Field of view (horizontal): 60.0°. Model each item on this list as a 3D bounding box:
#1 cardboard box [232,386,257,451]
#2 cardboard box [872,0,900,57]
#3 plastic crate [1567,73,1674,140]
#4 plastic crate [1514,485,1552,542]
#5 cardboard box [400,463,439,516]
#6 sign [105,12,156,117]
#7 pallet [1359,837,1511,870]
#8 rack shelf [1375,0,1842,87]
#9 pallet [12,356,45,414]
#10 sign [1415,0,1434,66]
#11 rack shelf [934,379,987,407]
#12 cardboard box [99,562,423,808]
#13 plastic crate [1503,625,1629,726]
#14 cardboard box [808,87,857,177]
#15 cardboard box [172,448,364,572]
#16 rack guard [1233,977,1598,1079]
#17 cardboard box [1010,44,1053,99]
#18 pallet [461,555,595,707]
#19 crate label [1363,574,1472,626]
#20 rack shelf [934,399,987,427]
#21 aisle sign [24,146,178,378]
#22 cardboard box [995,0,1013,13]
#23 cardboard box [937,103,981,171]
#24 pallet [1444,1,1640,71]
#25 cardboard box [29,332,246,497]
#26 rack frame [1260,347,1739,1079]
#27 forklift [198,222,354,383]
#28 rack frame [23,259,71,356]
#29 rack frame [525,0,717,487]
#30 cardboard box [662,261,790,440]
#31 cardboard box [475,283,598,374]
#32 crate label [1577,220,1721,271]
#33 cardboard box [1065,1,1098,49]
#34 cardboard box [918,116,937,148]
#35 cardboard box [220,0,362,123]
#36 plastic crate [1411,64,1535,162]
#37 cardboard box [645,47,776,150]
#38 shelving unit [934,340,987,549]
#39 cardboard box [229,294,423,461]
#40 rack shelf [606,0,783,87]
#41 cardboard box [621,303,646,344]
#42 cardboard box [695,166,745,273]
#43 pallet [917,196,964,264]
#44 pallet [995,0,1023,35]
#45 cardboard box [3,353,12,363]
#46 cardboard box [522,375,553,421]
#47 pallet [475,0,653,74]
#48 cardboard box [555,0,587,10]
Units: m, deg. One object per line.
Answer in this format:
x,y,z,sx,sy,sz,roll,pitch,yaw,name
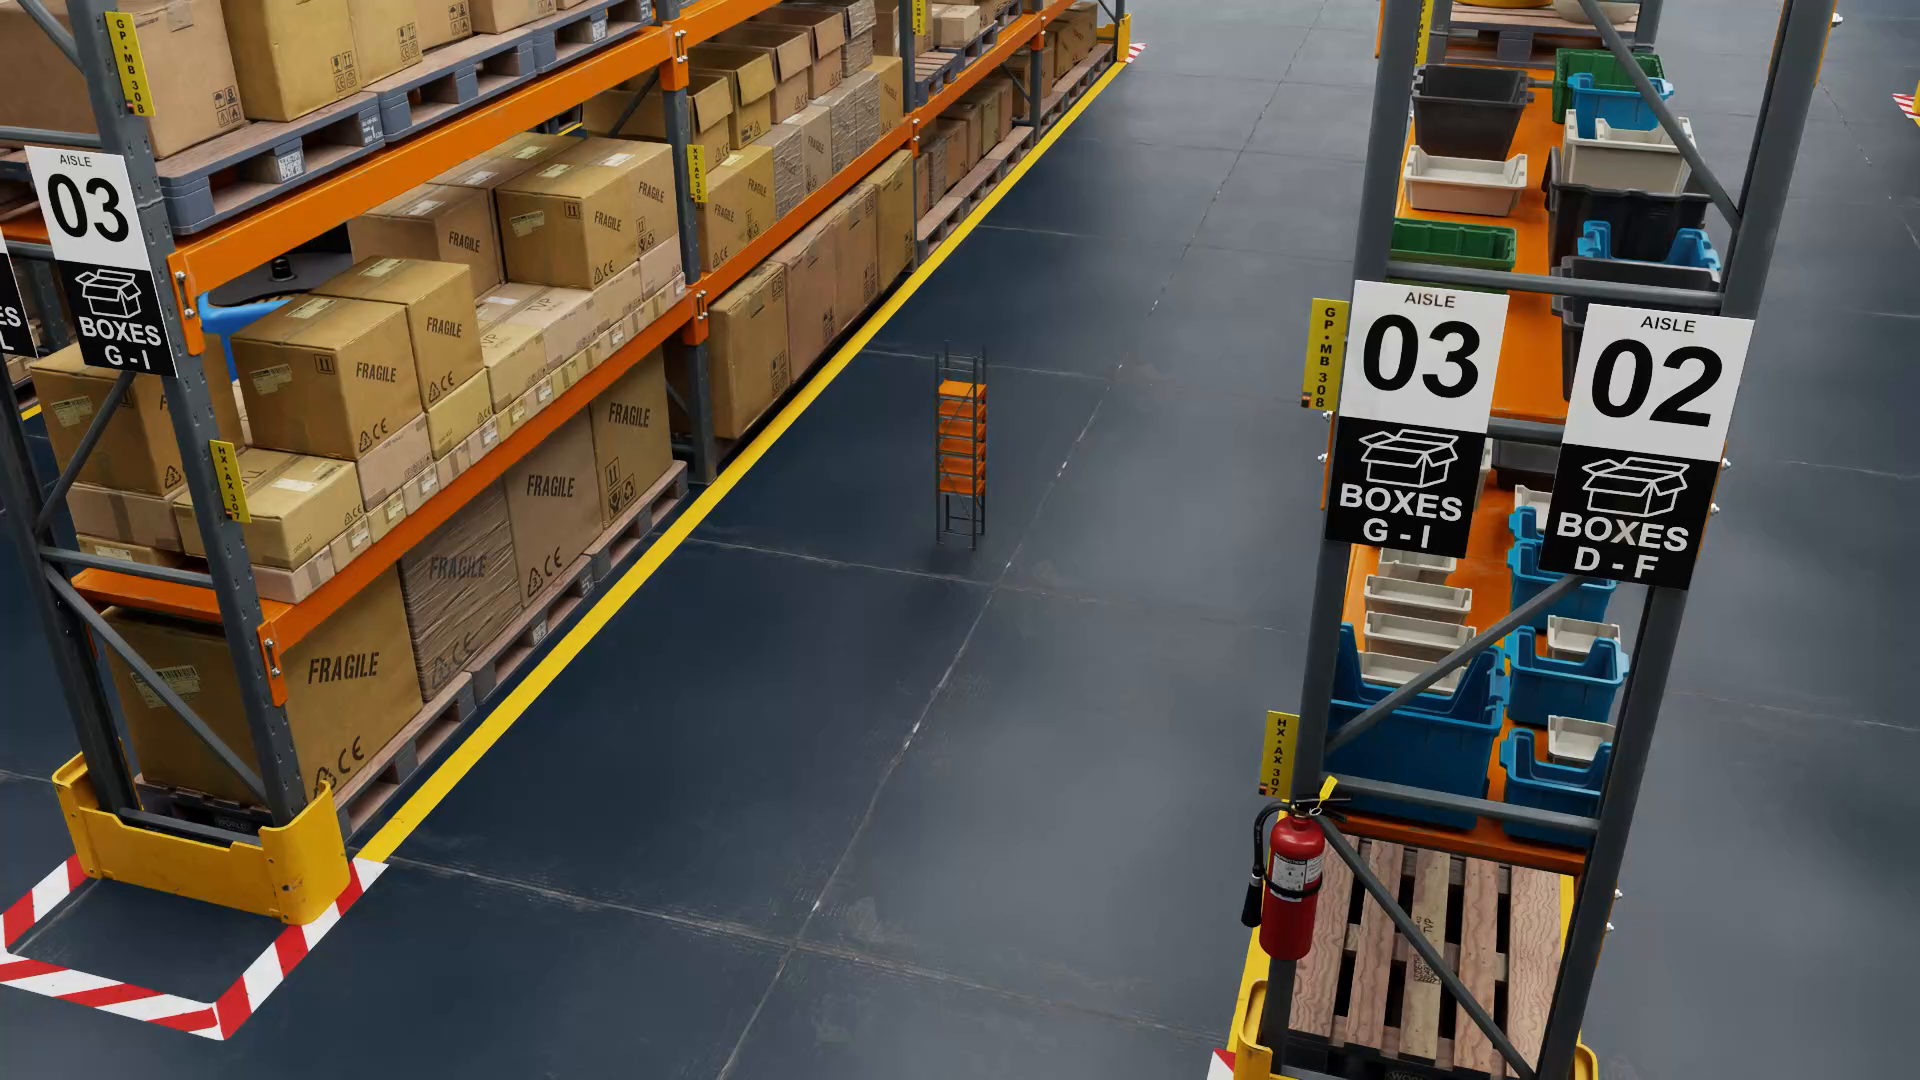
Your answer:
-3.156,-0.444,7.311,0.500,0.250,0.500,8,30,14,cardboard box
-0.725,-4.082,13.468,0.500,0.500,0.500,5,29,9,cardboard box
2.753,-1.802,6.990,0.416,0.233,0.300,8,30,15,plastic crate
2.491,-0.092,7.039,0.293,0.136,0.466,8,30,15,plastic crate
-2.550,-0.249,7.370,0.380,0.149,0.250,8,30,14,cardboard box
-2.665,-1.526,5.342,0.100,0.325,0.005,8,30,15,sign
2.180,1.102,7.552,1.003,0.211,1.213,8,30,15,pallet
2.128,-2.236,5.664,1.077,0.370,4.000,8,30,15,rack shelf
-6.895,-0.959,11.256,1.003,0.211,1.213,8,30,15,pallet
2.190,-2.427,7.932,0.100,0.325,0.005,8,30,15,sign
0.004,-0.807,9.317,0.258,0.103,0.180,8,30,15,rack shelf
-3.082,0.555,7.420,0.875,0.875,0.875,8,30,15,cardboard box
2.121,0.499,5.877,0.416,0.233,0.300,8,30,15,plastic crate
-1.055,-2.905,11.783,0.500,0.500,0.500,8,30,13,cardboard box
-2.795,-0.130,6.746,0.500,0.250,0.500,8,30,14,cardboard box
1.546,1.931,5.764,1.175,0.500,0.348,8,30,15,rack guard
0.645,-4.996,17.785,0.500,0.500,0.500,19,34,30,cardboard box
-2.674,0.390,8.832,1.003,0.211,1.213,8,30,15,pallet
1.765,0.245,6.434,0.396,0.136,0.243,8,30,15,crate label
0.004,-0.702,9.375,0.258,0.103,0.180,8,30,15,rack shelf
-2.928,-0.940,5.681,0.394,0.787,0.004,8,30,15,aisle sign
-0.038,-5.554,15.599,1.000,1.000,1.000,9,30,15,cardboard box
-0.194,-3.796,15.607,0.700,0.500,0.500,6,30,11,cardboard box
2.852,-2.639,8.518,1.213,0.211,1.003,8,30,15,pallet
-3.302,-0.537,6.706,0.500,0.500,0.500,9,30,15,cardboard box
1.541,0.826,5.180,1.000,3.000,0.127,8,30,15,rack frame
-4.682,-2.461,11.158,1.130,2.935,3.031,-12,31,-20,forklift
-6.731,-2.494,11.148,1.000,3.000,0.127,8,30,15,rack frame
-2.020,-1.740,9.792,1.000,3.000,0.127,8,30,15,rack frame
-1.851,-1.295,10.746,1.225,0.875,0.875,9,30,15,cardboard box
-2.198,-1.083,8.460,0.500,0.250,0.500,9,30,16,cardboard box
2.121,-0.802,5.174,0.408,0.251,0.502,8,30,15,crate label
1.303,-6.120,19.804,0.500,0.500,0.500,14,32,24,cardboard box
-0.532,-3.590,14.465,0.500,0.250,0.500,12,31,20,cardboard box
-2.812,-1.956,6.457,0.700,0.500,0.500,7,30,13,cardboard box
2.088,-1.748,6.856,0.497,0.269,0.590,8,30,15,plastic crate
-1.628,-2.837,10.629,0.797,0.503,0.637,9,30,15,cardboard box
0.004,-0.531,9.470,0.258,1.200,0.189,8,30,15,shelving unit
-2.648,-0.690,6.981,0.500,0.500,0.500,8,30,14,cardboard box
-1.433,-3.665,10.908,1.077,0.370,4.000,8,30,15,rack shelf
-1.947,-1.202,9.084,0.380,0.149,0.250,8,30,14,cardboard box
-1.646,-1.961,10.087,0.500,0.500,0.500,9,30,15,cardboard box
-0.615,-2.743,14.463,1.003,0.211,1.213,8,30,15,pallet
-0.035,-5.039,15.920,1.003,0.211,1.213,8,30,15,pallet
-6.588,-1.243,11.093,0.380,0.149,0.250,7,30,12,cardboard box
-2.249,-0.726,8.228,0.380,0.149,0.250,9,30,16,cardboard box
-2.270,-2.633,8.403,1.003,0.211,1.213,8,30,15,pallet
-2.192,-2.949,8.242,0.700,0.500,0.500,7,30,12,cardboard box
